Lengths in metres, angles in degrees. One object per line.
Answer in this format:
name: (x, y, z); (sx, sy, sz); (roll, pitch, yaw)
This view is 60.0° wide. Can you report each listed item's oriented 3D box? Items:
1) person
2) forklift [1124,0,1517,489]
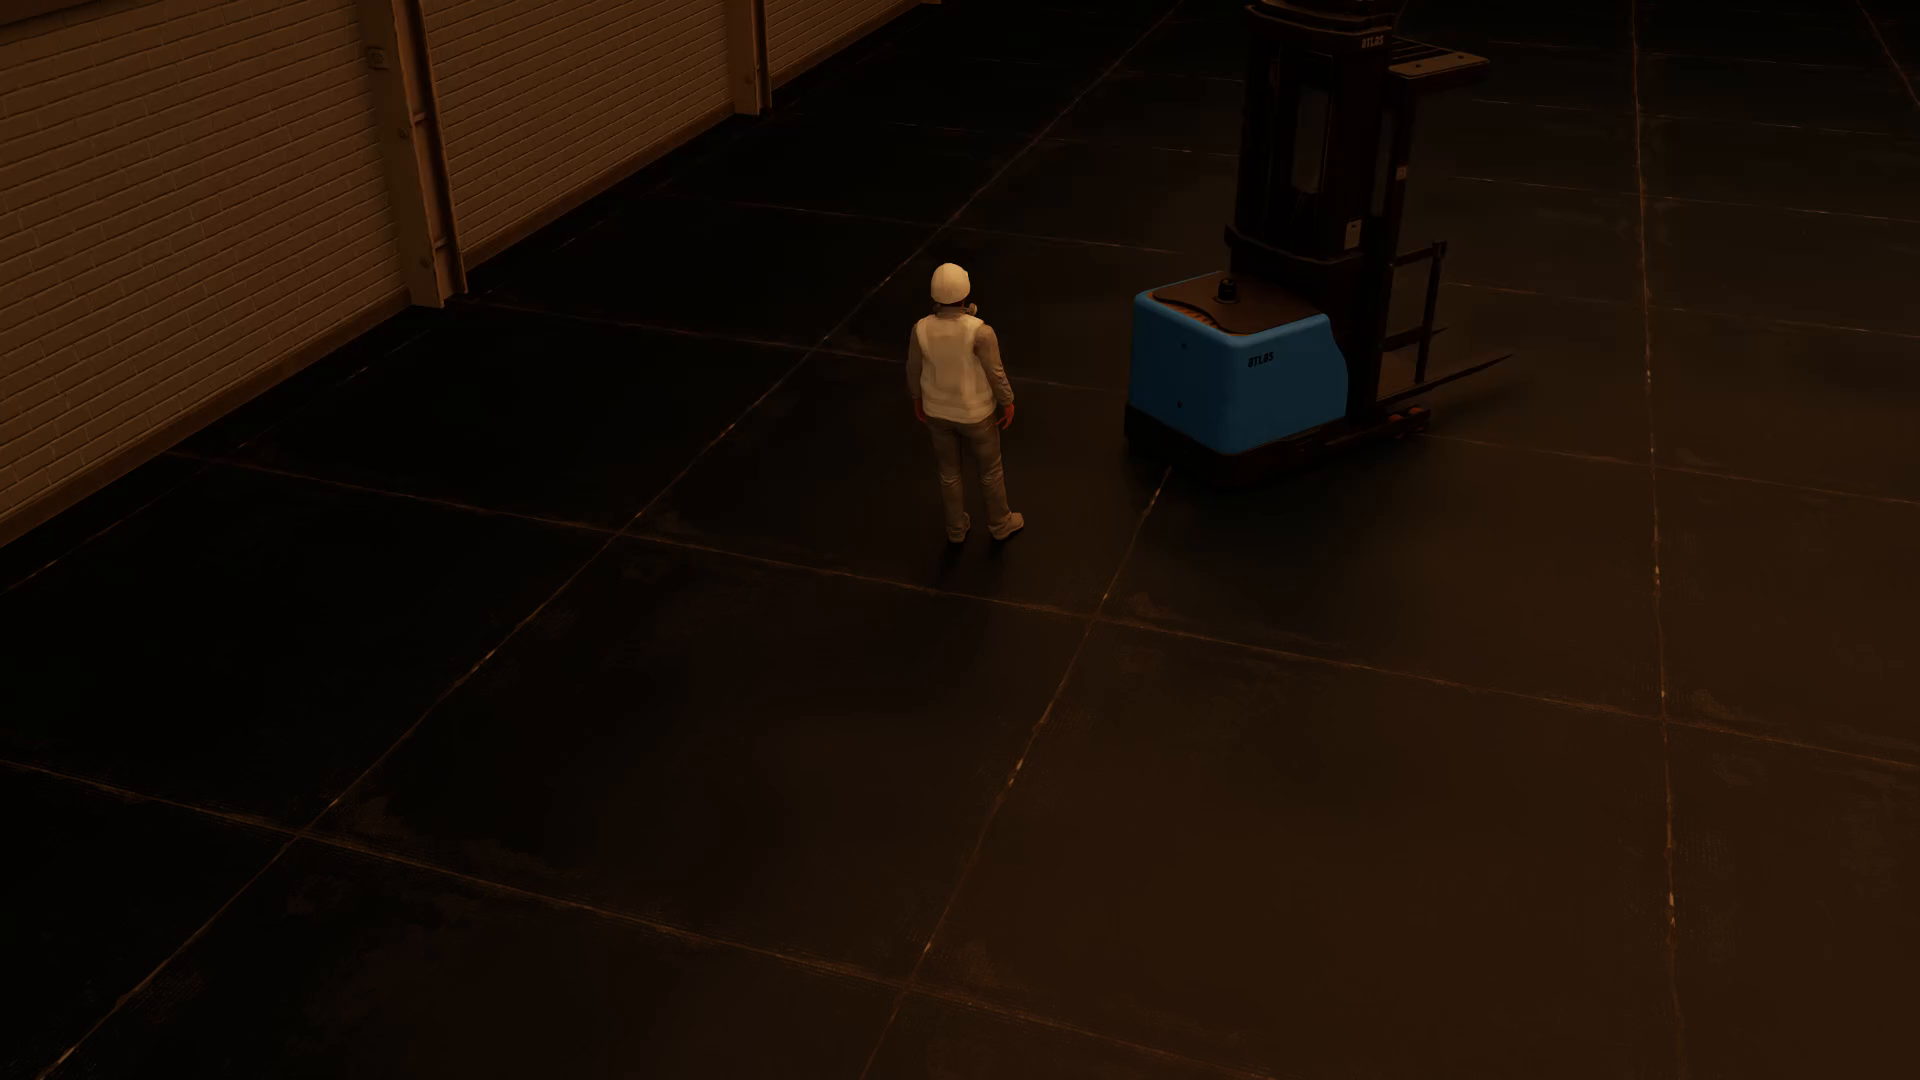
person: (0.027, -0.806, 9.703); (0.634, 1.775, 0.566); (10, 31, 16)
forklift: (2.604, -2.154, 10.915); (3.031, 2.935, 1.130); (-19, 35, -30)
